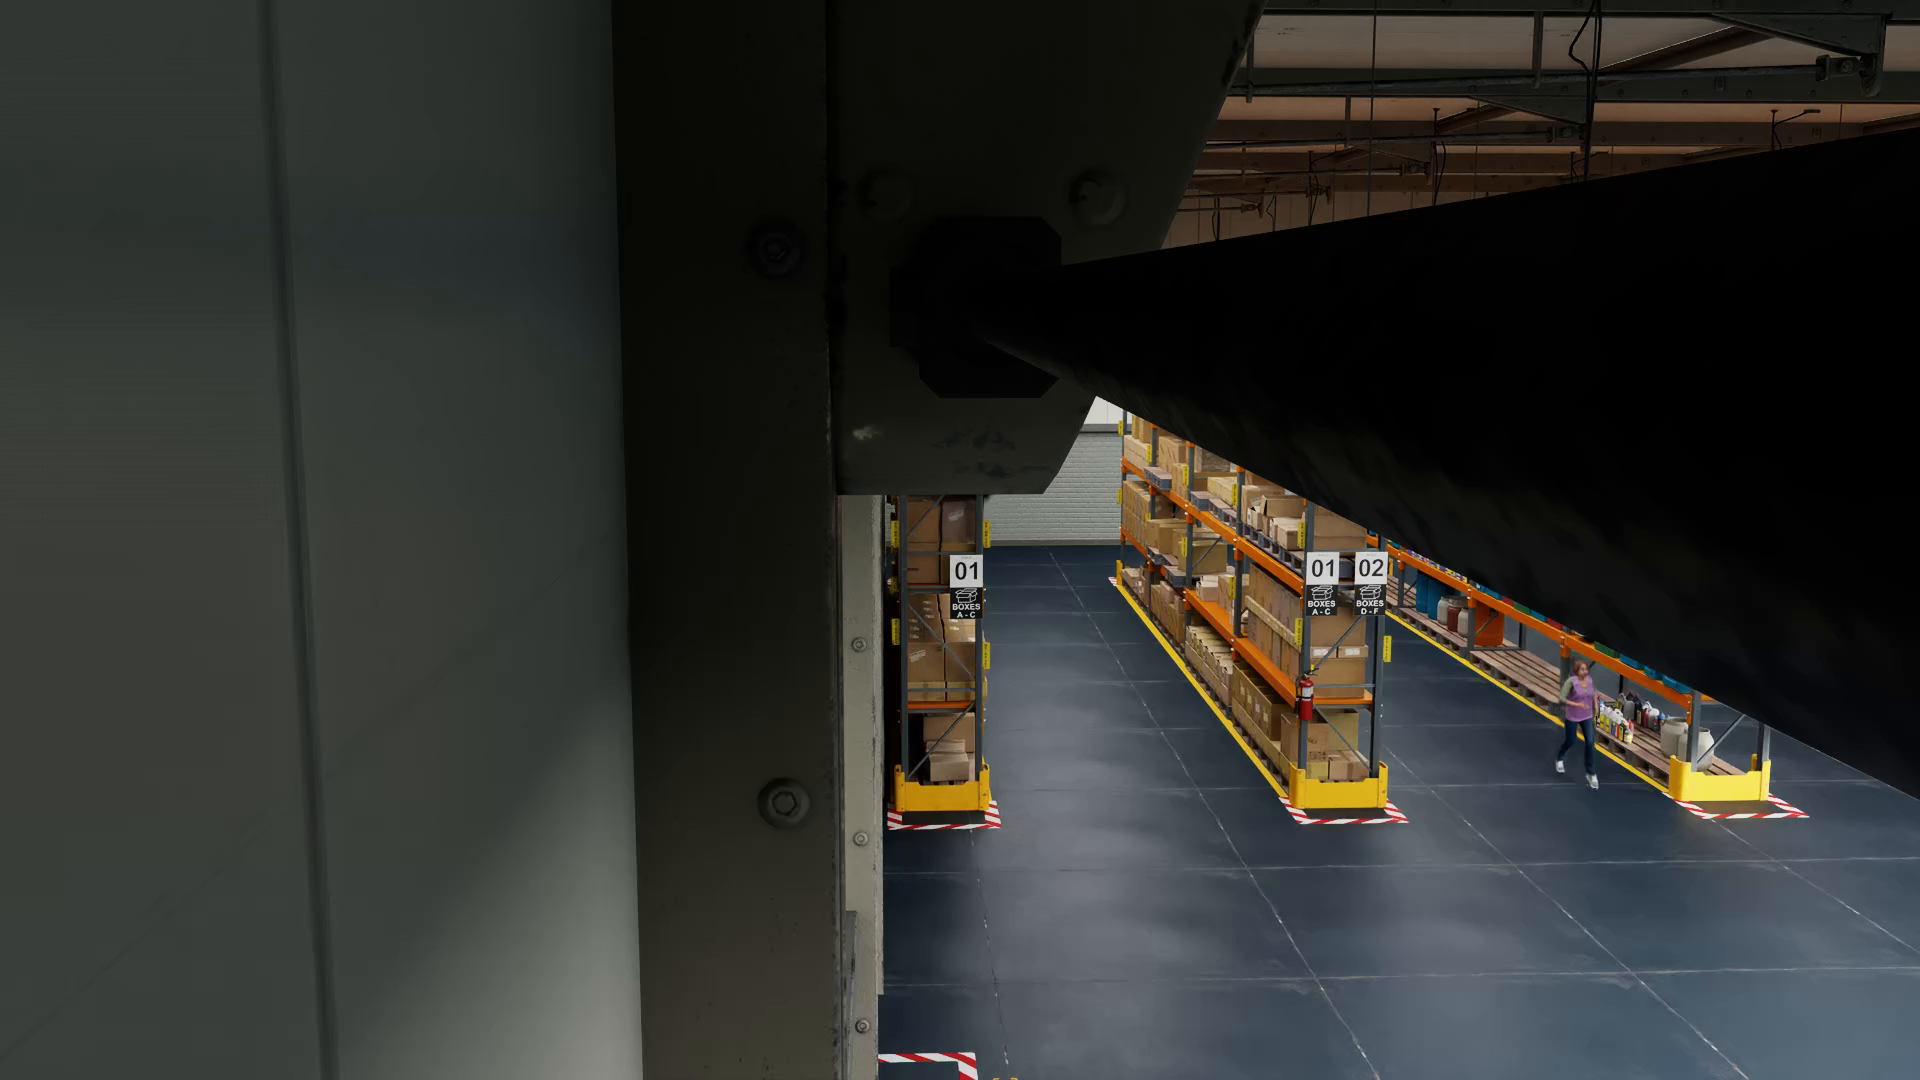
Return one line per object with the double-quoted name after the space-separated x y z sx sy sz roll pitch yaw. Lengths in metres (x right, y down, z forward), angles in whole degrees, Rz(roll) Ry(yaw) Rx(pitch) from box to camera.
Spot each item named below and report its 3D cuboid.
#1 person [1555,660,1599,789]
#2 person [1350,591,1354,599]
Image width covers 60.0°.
8.045 2.342 21.660 0.577 1.626 0.813 -1 8 -5 "person"
7.485 0.893 31.210 0.702 1.726 0.598 0 8 3 "person"
